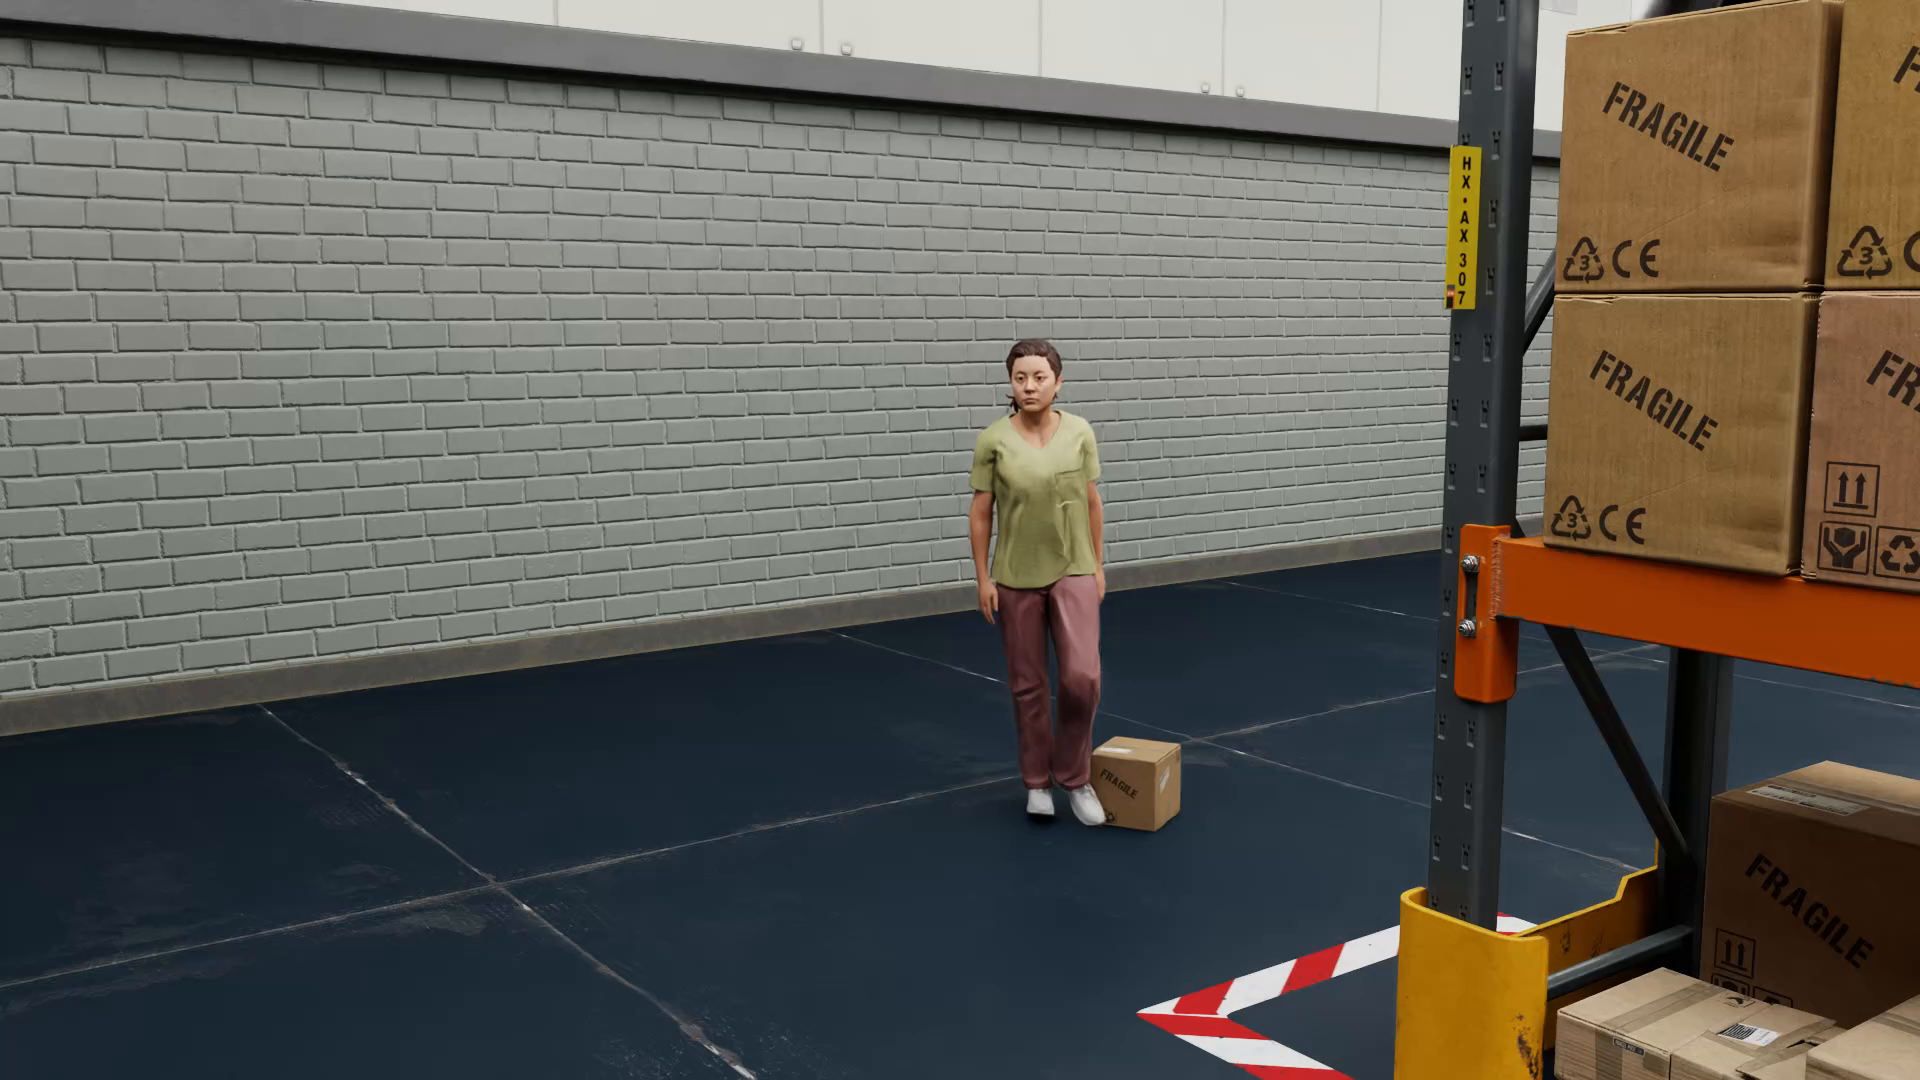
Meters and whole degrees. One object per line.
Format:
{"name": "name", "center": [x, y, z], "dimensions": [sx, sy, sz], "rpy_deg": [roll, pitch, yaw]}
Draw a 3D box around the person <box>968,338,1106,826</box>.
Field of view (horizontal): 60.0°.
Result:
{"name": "person", "center": [0.266, 0.143, 5.667], "dimensions": [0.474, 1.651, 0.520], "rpy_deg": [0, 8, 2]}
